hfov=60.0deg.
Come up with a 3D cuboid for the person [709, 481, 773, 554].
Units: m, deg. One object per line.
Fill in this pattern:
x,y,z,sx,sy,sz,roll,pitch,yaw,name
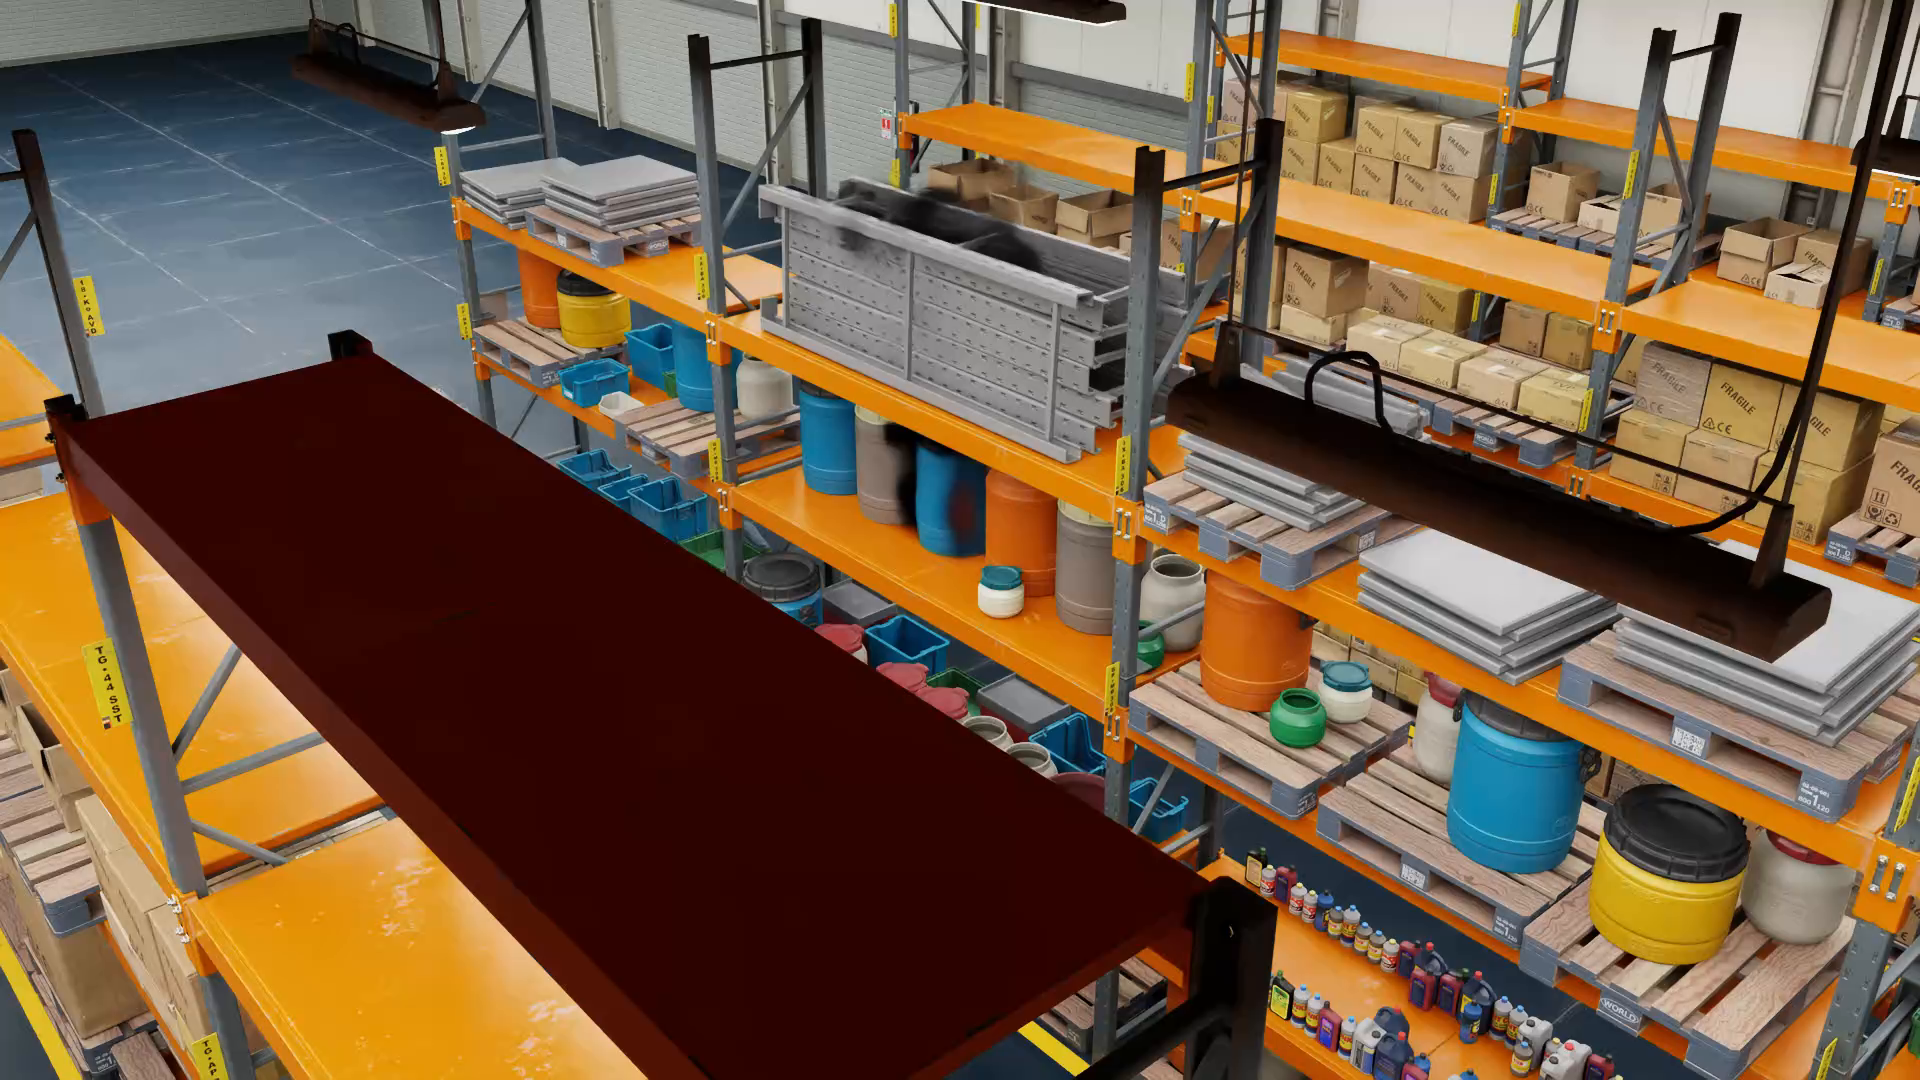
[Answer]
-2.264,-0.364,16.647,0.849,1.508,0.432,15,30,26,person
